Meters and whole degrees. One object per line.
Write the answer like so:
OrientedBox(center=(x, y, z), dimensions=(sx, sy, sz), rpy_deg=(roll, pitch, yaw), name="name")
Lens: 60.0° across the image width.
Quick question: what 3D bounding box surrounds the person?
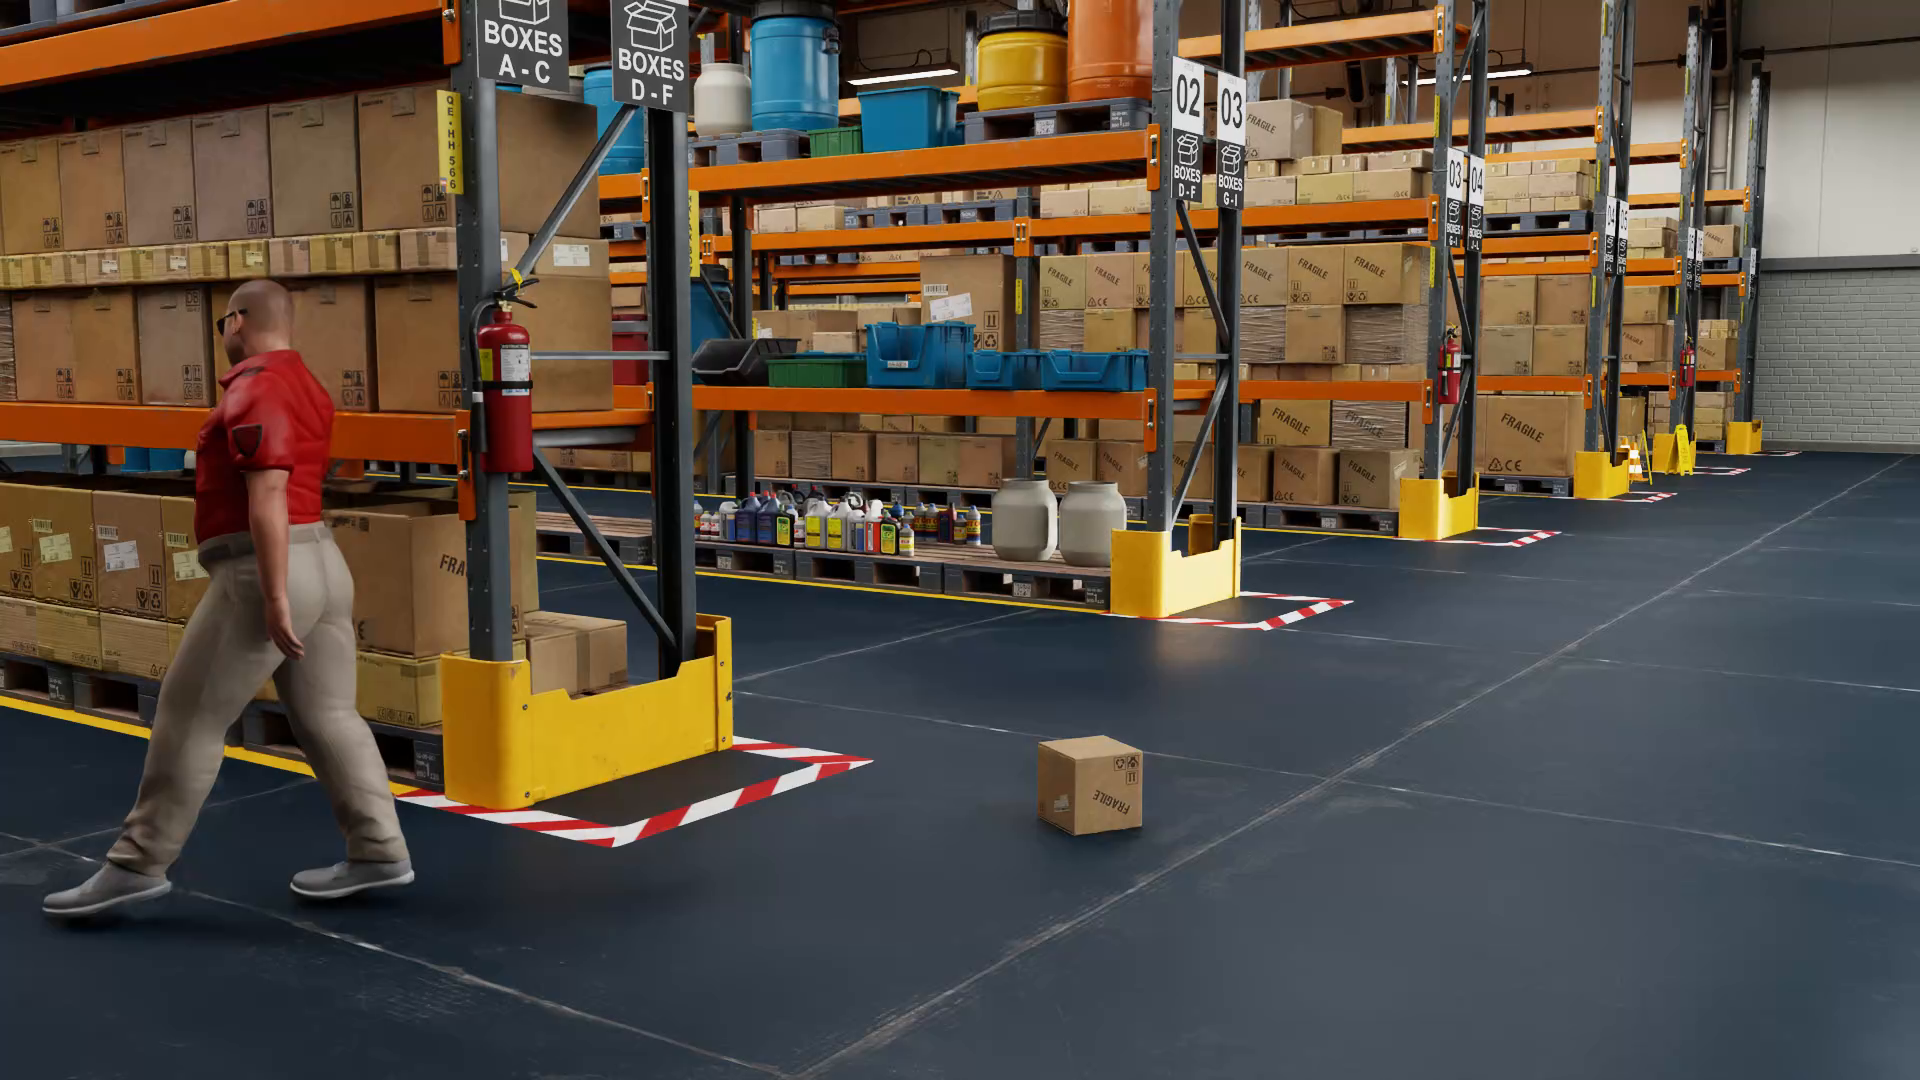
OrientedBox(center=(-1.975, 0.141, 4.548), dimensions=(0.901, 1.683, 0.589), rpy_deg=(0, 6, 3), name="person")
